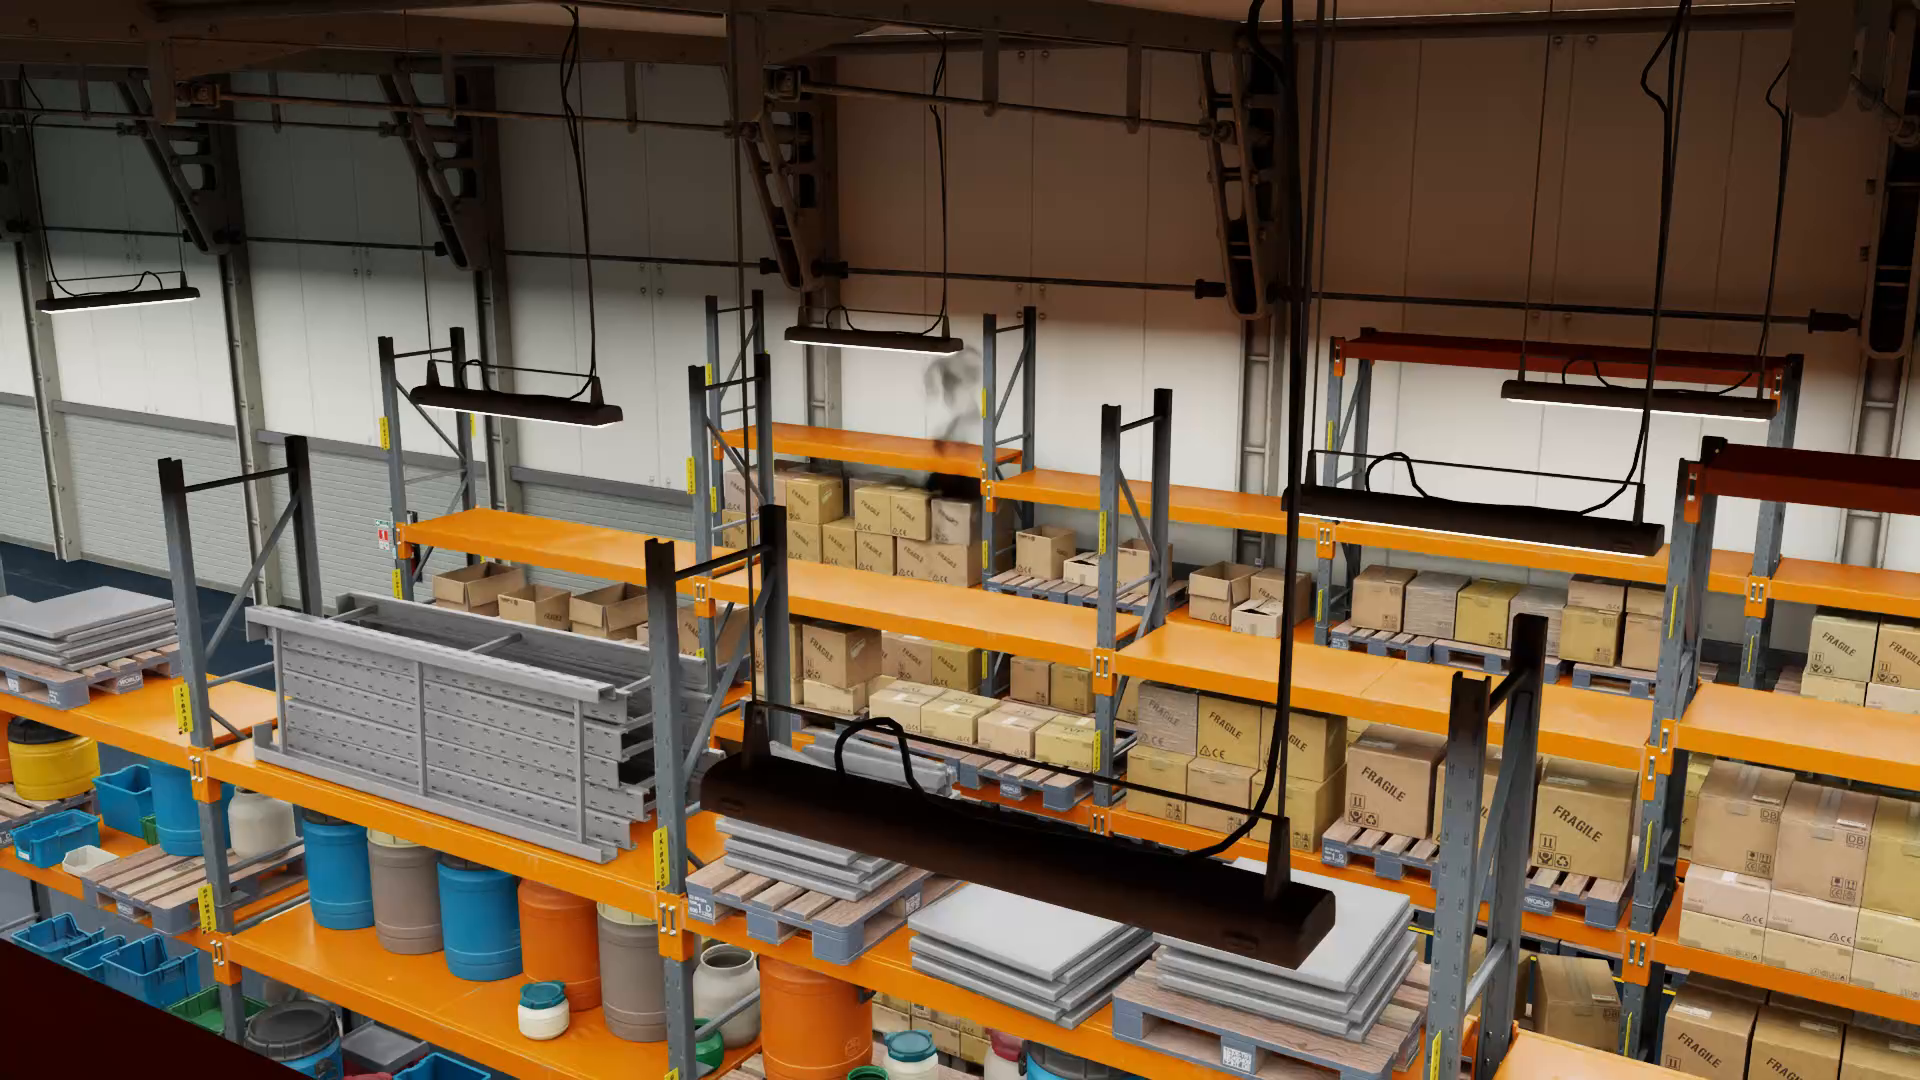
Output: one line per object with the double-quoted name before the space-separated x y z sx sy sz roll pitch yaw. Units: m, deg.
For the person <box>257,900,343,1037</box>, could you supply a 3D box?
"person" -5.816 3.731 14.535 0.897 1.756 0.654 9 16 31
